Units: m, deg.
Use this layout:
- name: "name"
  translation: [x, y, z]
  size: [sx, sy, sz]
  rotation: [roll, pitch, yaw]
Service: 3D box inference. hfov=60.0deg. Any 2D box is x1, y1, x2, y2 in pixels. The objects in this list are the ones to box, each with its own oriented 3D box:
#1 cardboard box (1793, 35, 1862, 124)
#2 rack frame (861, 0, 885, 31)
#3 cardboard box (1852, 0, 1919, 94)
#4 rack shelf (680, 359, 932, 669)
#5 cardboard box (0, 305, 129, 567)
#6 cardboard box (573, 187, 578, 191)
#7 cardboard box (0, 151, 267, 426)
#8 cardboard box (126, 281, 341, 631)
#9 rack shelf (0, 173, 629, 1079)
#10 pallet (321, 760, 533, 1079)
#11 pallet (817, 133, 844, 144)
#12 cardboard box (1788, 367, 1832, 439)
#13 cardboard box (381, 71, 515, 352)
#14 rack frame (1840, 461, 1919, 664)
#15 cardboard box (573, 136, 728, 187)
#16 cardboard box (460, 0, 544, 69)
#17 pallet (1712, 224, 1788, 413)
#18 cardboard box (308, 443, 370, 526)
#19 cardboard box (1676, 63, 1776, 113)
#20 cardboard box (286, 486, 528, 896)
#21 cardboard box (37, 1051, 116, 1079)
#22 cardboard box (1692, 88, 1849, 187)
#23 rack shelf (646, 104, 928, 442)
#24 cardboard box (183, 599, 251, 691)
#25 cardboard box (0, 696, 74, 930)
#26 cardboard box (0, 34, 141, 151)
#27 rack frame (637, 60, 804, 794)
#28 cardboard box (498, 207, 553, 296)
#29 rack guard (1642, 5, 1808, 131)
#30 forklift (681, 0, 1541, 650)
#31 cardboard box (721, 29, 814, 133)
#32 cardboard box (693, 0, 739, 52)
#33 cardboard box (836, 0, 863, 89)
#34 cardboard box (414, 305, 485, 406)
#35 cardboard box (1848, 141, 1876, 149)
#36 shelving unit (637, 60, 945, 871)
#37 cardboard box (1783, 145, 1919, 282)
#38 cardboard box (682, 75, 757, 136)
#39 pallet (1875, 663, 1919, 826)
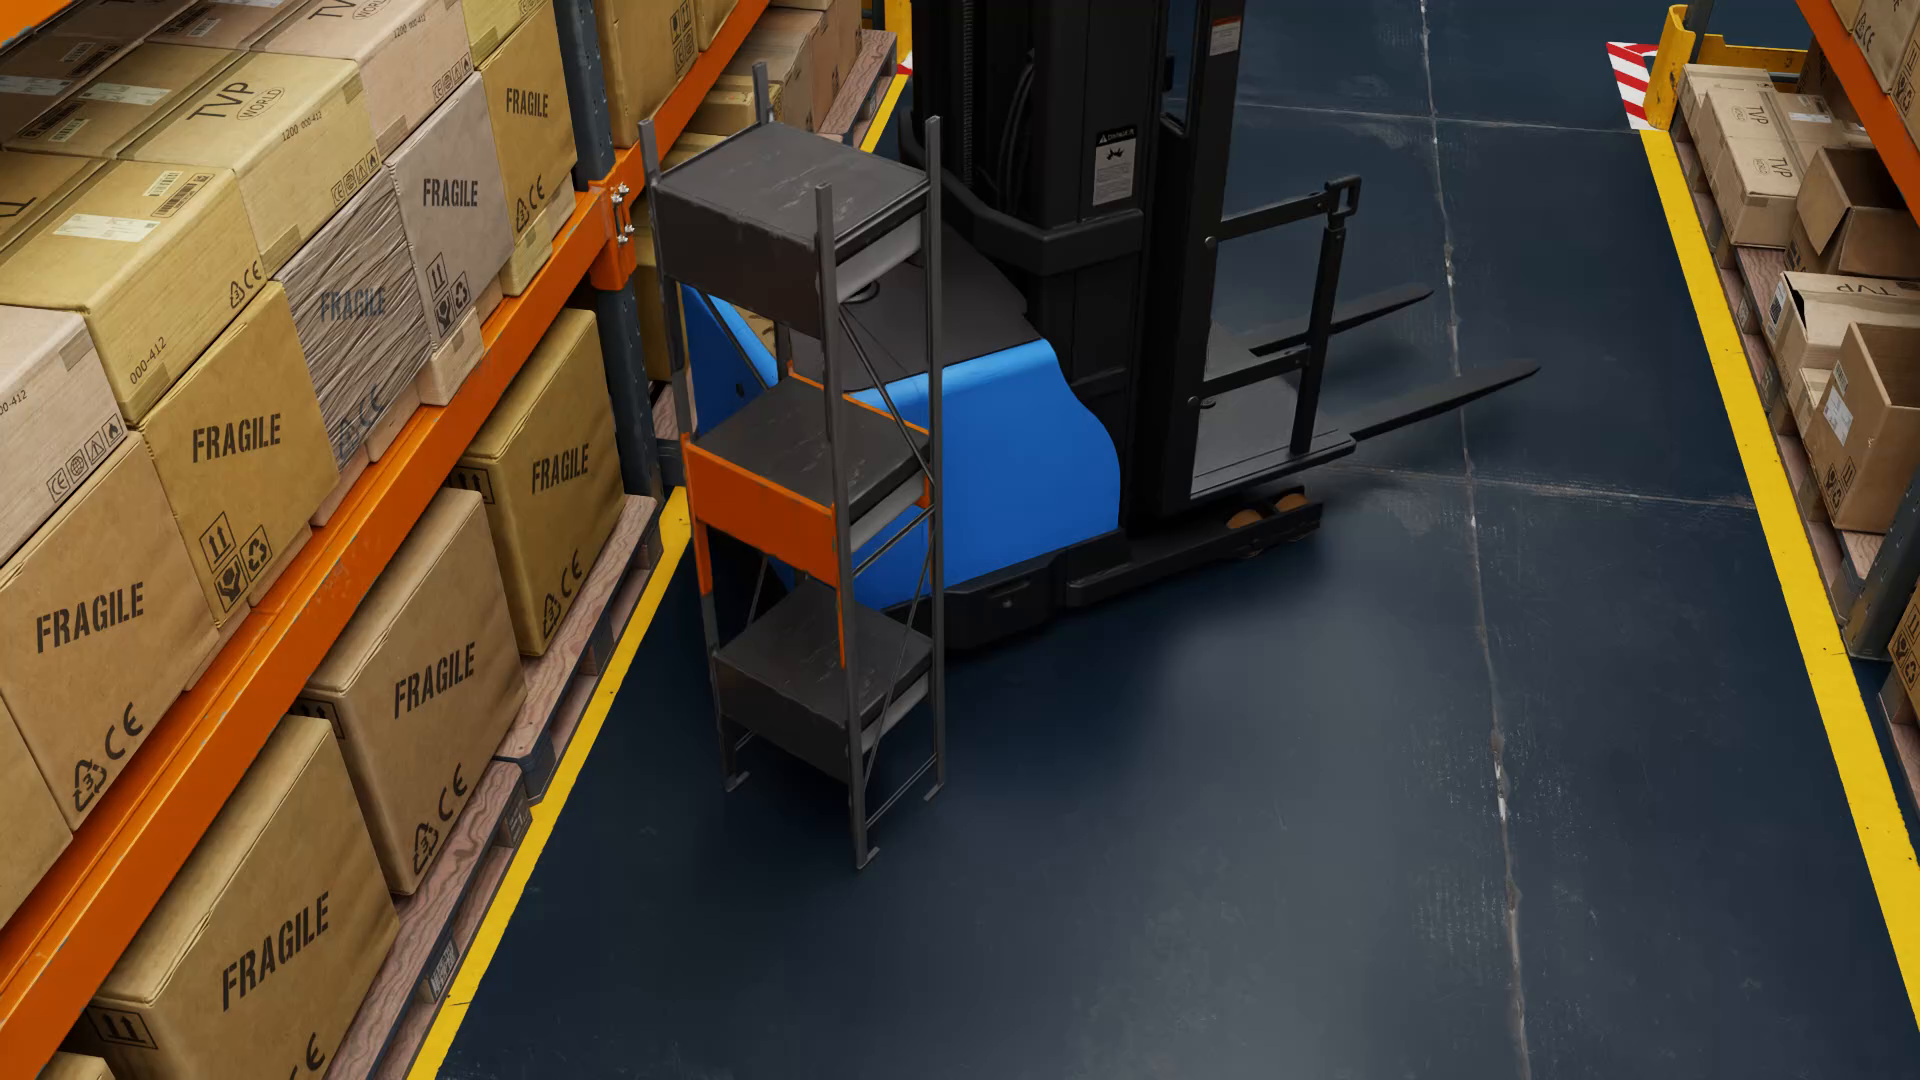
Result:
- name: "cardboard box"
  translation: [4.171, -2.109, 7.563]
  size: [0.500, 0.500, 0.500]
  rotation: [6, 40, 8]
- name: "rack frame"
  translation: [-0.857, -3.815, 8.010]
  size: [1.000, 3.000, 0.127]
  rotation: [6, 40, 8]
- name: "cardboard box"
  translation: [3.339, -1.787, 5.479]
  size: [0.500, 0.500, 0.500]
  rotation: [7, 40, 9]
- name: "rack shelf"
  translation: [-0.363, -0.072, 4.211]
  size: [0.480, 0.518, 0.431]
  rotation: [25, 46, 27]
- name: "cardboard box"
  translation: [-1.734, -0.152, 2.664]
  size: [0.500, 0.250, 0.500]
  rotation: [7, 40, 8]
- name: "cardboard box"
  translation: [-1.539, -1.142, 5.900]
  size: [0.380, 0.149, 0.250]
  rotation: [6, 40, 7]
- name: "cardboard box"
  translation: [-1.652, -0.473, 3.052]
  size: [0.500, 0.250, 0.500]
  rotation: [6, 40, 7]
- name: "cardboard box"
  translation: [-1.636, -0.198, 3.308]
  size: [0.500, 0.500, 0.500]
  rotation: [7, 40, 9]
- name: "rack shelf"
  translation: [-1.895, 0.228, 3.685]
  size: [1.077, 0.370, 4.000]
  rotation: [6, 40, 8]
- name: "pallet"
  translation: [-1.817, 1.031, 4.338]
  size: [1.003, 0.211, 1.213]
  rotation: [6, 40, 8]
- name: "pallet"
  translation: [-1.131, -1.466, 7.358]
  size: [1.003, 0.211, 1.213]
  rotation: [6, 40, 8]
- name: "cardboard box"
  translation: [3.156, -0.462, 5.847]
  size: [0.380, 0.149, 0.250]
  rotation: [6, 40, 8]
- name: "cardboard box"
  translation: [-1.459, -0.827, 4.068]
  size: [0.500, 0.500, 0.500]
  rotation: [7, 40, 8]
- name: "rack frame"
  translation: [3.331, -0.761, 4.316]
  size: [1.000, 3.000, 0.127]
  rotation: [6, 40, 8]
- name: "cardboard box"
  translation: [-1.228, -1.276, 6.571]
  size: [0.700, 0.500, 0.500]
  rotation: [6, 40, 7]
- name: "cardboard box"
  translation: [-1.378, -1.433, 4.213]
  size: [0.500, 0.250, 0.500]
  rotation: [7, 40, 9]
- name: "pallet"
  translation: [3.659, -0.885, 6.654]
  size: [1.003, 0.211, 1.213]
  rotation: [6, 40, 8]
- name: "cardboard box"
  translation: [-1.592, -0.179, 3.794]
  size: [0.380, 0.149, 0.250]
  rotation: [5, 40, 6]
- name: "cardboard box"
  translation: [3.612, -2.117, 7.848]
  size: [0.380, 0.149, 0.250]
  rotation: [6, 40, 8]
- name: "cardboard box"
  translation: [-1.684, 0.343, 4.339]
  size: [0.750, 0.750, 0.750]
  rotation: [8, 40, 9]
- name: "cardboard box"
  translation: [-1.985, 1.426, 3.029]
  size: [0.750, 0.750, 0.750]
  rotation: [6, 40, 7]
- name: "cardboard box"
  translation: [3.563, -1.757, 7.334]
  size: [0.500, 0.250, 0.500]
  rotation: [6, 40, 8]
- name: "rack shelf"
  translation: [-0.363, -0.612, 3.765]
  size: [0.480, 0.518, 0.431]
  rotation: [25, 46, 27]
- name: "cardboard box"
  translation: [-1.701, 0.150, 3.396]
  size: [0.380, 0.149, 0.250]
  rotation: [7, 40, 8]
- name: "cardboard box"
  translation: [-1.805, 0.441, 2.535]
  size: [0.500, 0.500, 0.500]
  rotation: [8, 40, 9]
- name: "cardboard box"
  translation: [-2.051, -0.850, 3.508]
  size: [0.500, 0.250, 0.500]
  rotation: [5, 40, 6]
- name: "rack frame"
  translation: [-0.561, -0.174, 4.313]
  size: [0.015, 2.100, 0.400]
  rotation: [25, 46, 27]
- name: "cardboard box"
  translation: [-1.349, -0.811, 4.558]
  size: [0.380, 0.149, 0.250]
  rotation: [7, 40, 8]
- name: "rack guard"
  translation: [4.010, -2.260, 8.091]
  size: [1.175, 0.500, 0.348]
  rotation: [6, 40, 8]
- name: "forklift"
  translation: [0.668, -1.347, 5.079]
  size: [3.031, 2.935, 1.130]
  rotation: [-18, 43, -21]
- name: "cardboard box"
  translation: [-1.052, -1.933, 7.366]
  size: [0.700, 0.500, 0.500]
  rotation: [5, 40, 6]
- name: "cardboard box"
  translation: [-1.307, -2.216, 5.841]
  size: [0.980, 0.700, 0.700]
  rotation: [5, 40, 7]
- name: "cardboard box"
  translation: [-0.879, -2.563, 8.128]
  size: [0.700, 0.500, 0.500]
  rotation: [6, 40, 8]
- name: "cardboard box"
  translation: [-1.426, -0.481, 4.159]
  size: [0.380, 0.149, 0.250]
  rotation: [6, 40, 8]
- name: "cardboard box"
  translation: [3.977, -1.419, 6.925]
  size: [0.500, 0.250, 0.500]
  rotation: [6, 40, 8]
- name: "shelving unit"
  translation: [-0.363, -0.083, 4.202]
  size: [0.503, 2.100, 0.431]
  rotation: [25, 46, 27]
- name: "cardboard box"
  translation: [3.651, -1.148, 6.398]
  size: [0.797, 0.503, 0.637]
  rotation: [6, 40, 8]
- name: "cardboard box"
  translation: [-0.989, -1.733, 6.615]
  size: [0.380, 0.149, 0.250]
  rotation: [5, 40, 6]
- name: "pallet"
  translation: [3.227, 0.829, 4.582]
  size: [1.003, 0.211, 1.213]
  rotation: [6, 40, 8]
